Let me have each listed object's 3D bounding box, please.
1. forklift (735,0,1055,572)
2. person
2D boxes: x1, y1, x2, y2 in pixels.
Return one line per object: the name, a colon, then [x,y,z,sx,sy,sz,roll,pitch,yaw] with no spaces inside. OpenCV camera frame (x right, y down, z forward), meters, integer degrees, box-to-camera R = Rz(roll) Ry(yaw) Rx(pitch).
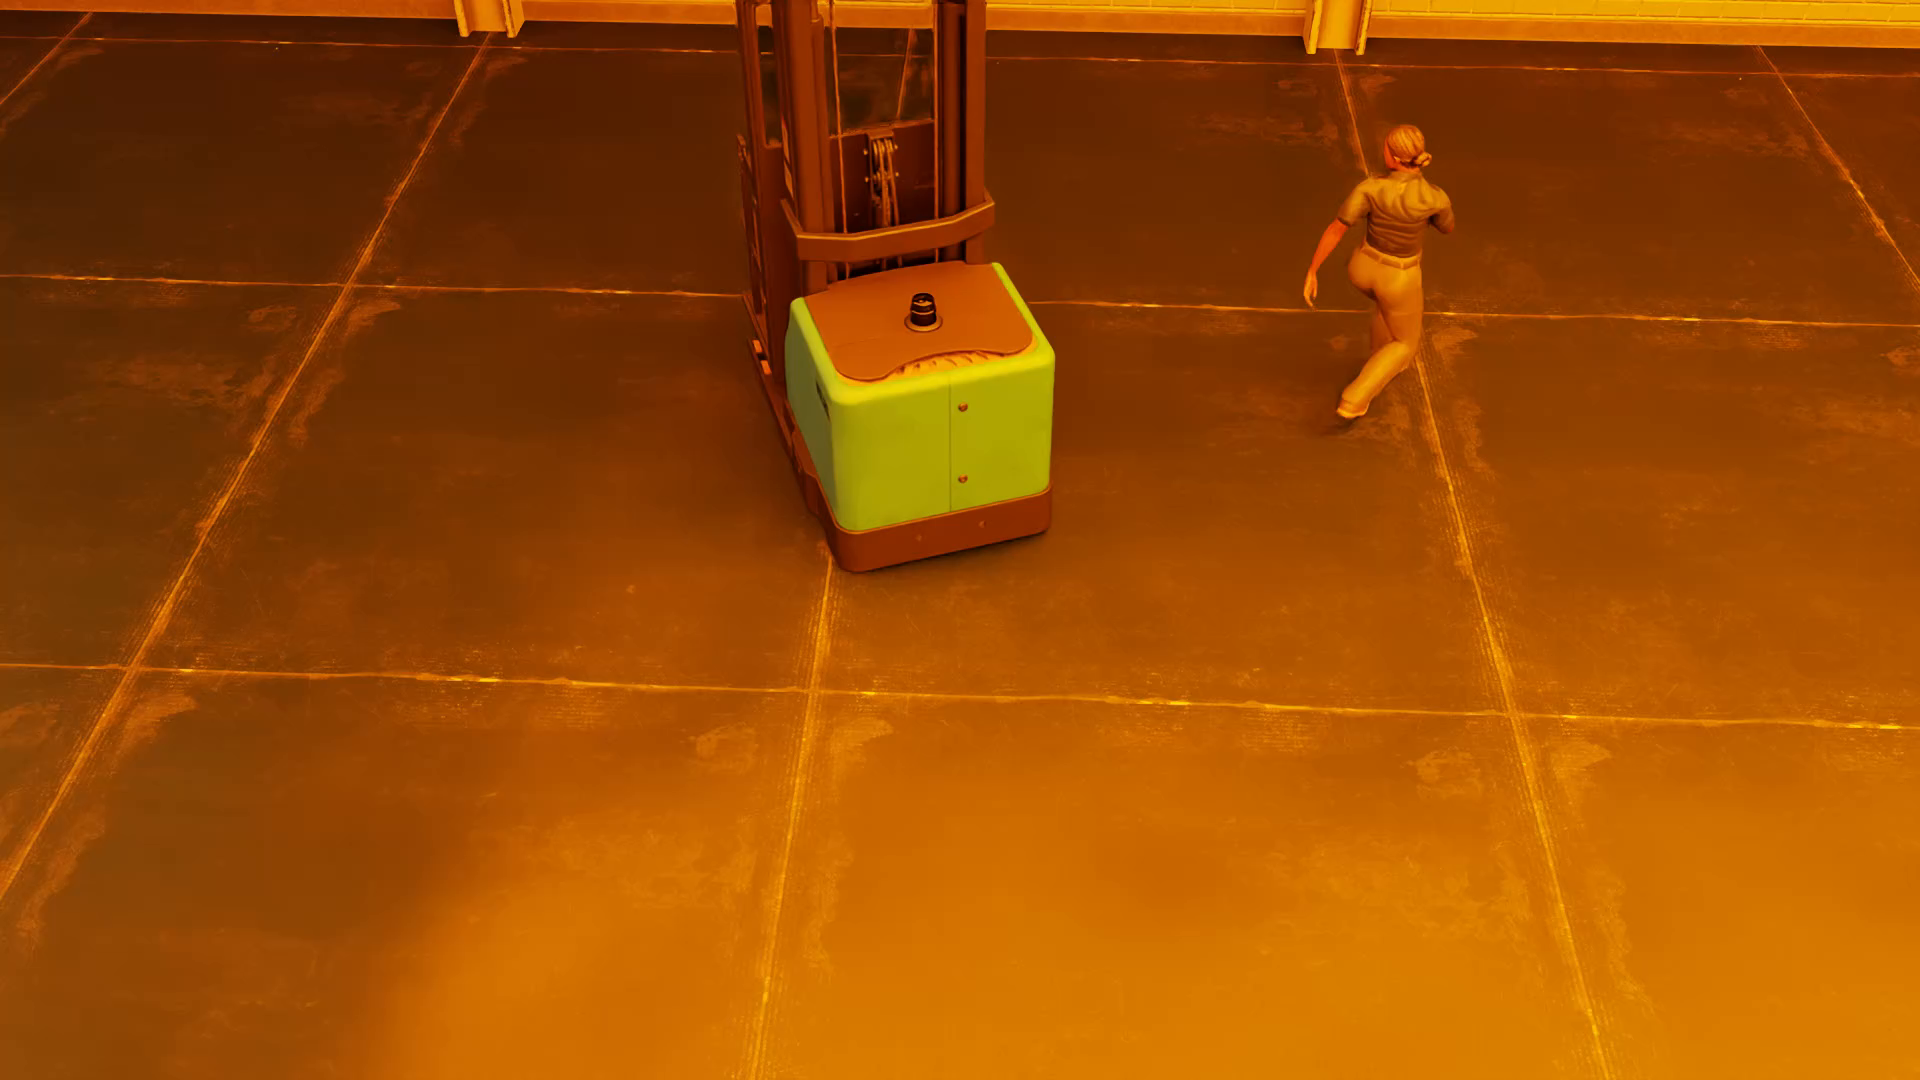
forklift: [-0.502,-1.944,7.872,1.130,2.935,3.031,-12,44,-13]
person: [2.104,-1.336,8.238,0.493,1.581,0.821,29,50,28]
